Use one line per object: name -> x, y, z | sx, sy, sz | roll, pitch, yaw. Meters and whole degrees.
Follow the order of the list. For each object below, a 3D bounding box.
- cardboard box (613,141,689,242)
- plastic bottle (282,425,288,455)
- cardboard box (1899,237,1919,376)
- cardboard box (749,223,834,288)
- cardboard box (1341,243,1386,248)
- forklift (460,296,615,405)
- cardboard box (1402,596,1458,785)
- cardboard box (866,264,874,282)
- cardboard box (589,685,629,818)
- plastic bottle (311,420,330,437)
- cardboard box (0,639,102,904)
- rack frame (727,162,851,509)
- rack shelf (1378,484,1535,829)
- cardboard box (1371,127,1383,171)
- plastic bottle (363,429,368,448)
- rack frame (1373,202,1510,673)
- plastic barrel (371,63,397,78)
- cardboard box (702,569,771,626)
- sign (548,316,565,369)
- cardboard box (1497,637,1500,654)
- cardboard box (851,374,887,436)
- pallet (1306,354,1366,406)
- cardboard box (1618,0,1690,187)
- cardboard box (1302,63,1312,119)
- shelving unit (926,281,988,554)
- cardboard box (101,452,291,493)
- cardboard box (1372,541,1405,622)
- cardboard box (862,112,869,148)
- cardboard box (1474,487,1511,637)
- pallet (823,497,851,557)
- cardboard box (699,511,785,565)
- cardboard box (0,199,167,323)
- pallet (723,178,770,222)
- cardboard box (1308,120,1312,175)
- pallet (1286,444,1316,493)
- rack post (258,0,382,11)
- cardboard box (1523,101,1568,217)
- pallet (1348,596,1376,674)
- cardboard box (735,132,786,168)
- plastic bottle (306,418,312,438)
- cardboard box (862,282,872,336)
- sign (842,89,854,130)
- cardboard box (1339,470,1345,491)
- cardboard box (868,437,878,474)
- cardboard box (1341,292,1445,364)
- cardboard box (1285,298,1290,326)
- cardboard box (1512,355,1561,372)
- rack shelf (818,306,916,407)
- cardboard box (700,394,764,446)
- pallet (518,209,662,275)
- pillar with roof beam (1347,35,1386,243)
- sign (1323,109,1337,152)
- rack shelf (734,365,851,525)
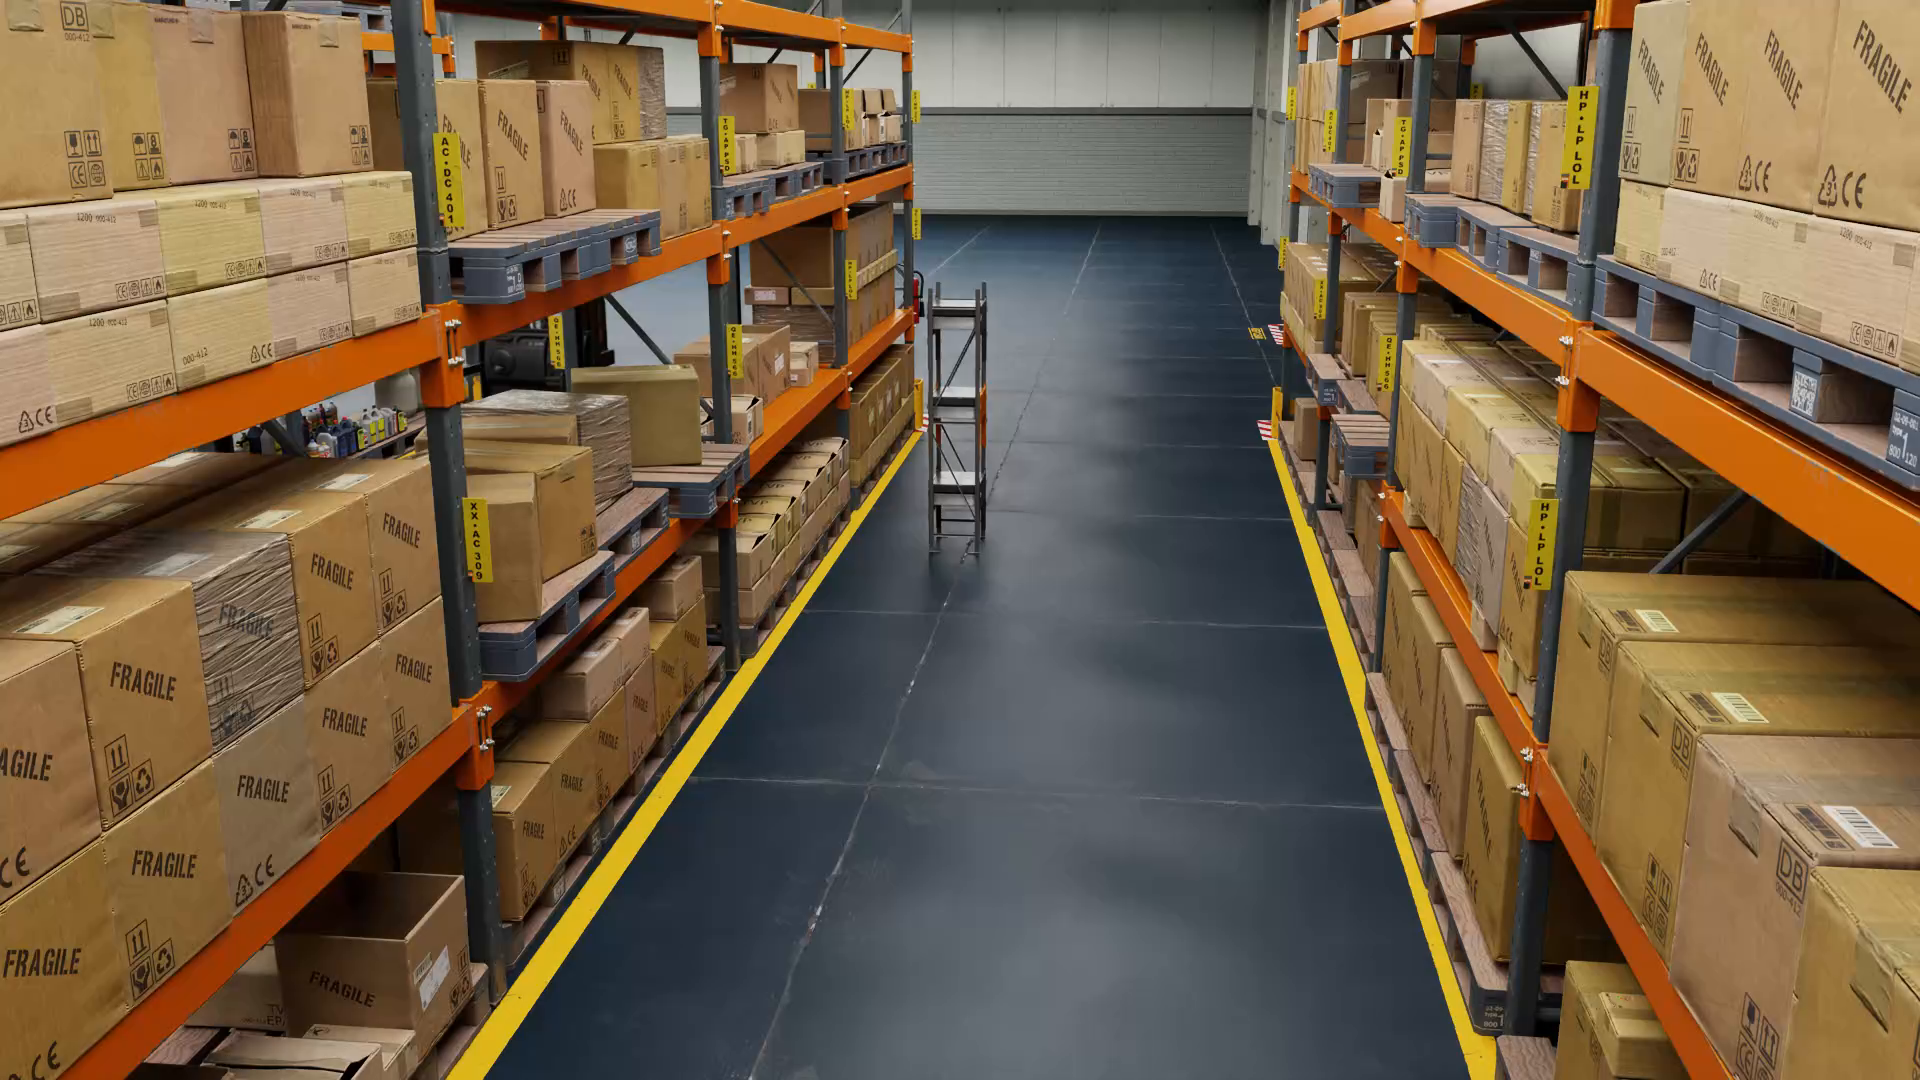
cardboard box -> -1.979, -1.882, 8.937 | 0.910, 0.500, 0.500 | 2, 15, 6
plastic bottle -> -6.417, -0.941, 15.772 | 0.152, 0.276, 0.135 | 2, 15, 6
cardboard box -> 1.991, -0.371, 2.834 | 0.500, 0.250, 0.500 | 1, 15, 4
cardboard box -> -1.410, -2.459, 14.333 | 0.700, 0.500, 0.500 | 2, 15, 7
cardboard box -> 4.078, -2.733, 16.834 | 0.500, 0.500, 0.500 | 2, 15, 6
forklift -> -3.621, -1.558, 13.808 | 1.130, 2.935, 3.031 | 4, 16, 14
cardboard box -> 2.699, 0.762, 8.412 | 0.750, 0.750, 0.750 | 2, 15, 6
cardboard box -> -1.029, -2.561, 15.953 | 0.380, 0.149, 0.250 | 1, 15, 5
cardboard box -> -1.947, 1.013, 8.113 | 0.500, 0.500, 0.500 | 2, 15, 7
plastic bottle -> -6.015, -0.951, 15.665 | 0.144, 0.351, 0.185 | 2, 15, 6
cardboard box -> -2.383, 0.539, 3.814 | 0.500, 0.500, 0.500 | 2, 15, 7
rack frame -> -1.454, -1.669, 14.089 | 1.000, 3.000, 0.127 | 2, 15, 6
rack shelf -> 2.791, 0.379, 7.892 | 1.077, 0.370, 4.000 | 2, 15, 6
cardboard box -> 3.258, -2.833, 12.012 | 0.500, 0.311, 0.500 | 2, 15, 8
plastic bottle -> -5.795, -0.997, 16.119 | 0.097, 0.201, 0.097 | 0, 15, 0
rack frame -> 3.017, -0.487, 9.716 | 1.000, 3.000, 0.127 | 2, 15, 6
plastic barrel -> -5.853, -4.582, 17.487 | 0.600, 0.830, 0.708 | 2, 15, 6
cardboard box -> -1.554, 0.366, 11.027 | 0.500, 0.250, 0.500 | 2, 15, 6
sign -> -2.457, -1.206, 10.159 | 0.100, 0.325, 0.005 | 2, 15, 6
cardboard box -> 2.402, 0.434, 6.753 | 0.380, 0.149, 0.250 | 2, 15, 8
cardboard box -> -0.978, -1.277, 15.665 | 0.500, 0.500, 0.500 | 2, 15, 6
pallet -> 3.238, -1.238, 12.861 | 1.003, 0.211, 1.213 | 2, 15, 6
cardboard box -> 2.207, -1.261, 4.689 | 0.500, 0.500, 0.500 | 2, 15, 6
cardboard box -> 3.481, -4.196, 15.541 | 0.500, 0.500, 0.500 | 2, 15, 8
shelving unit -> -0.019, -0.971, 13.229 | 0.431, 2.100, 0.503 | 2, 15, 6
cardboard box -> -2.689, -0.011, 5.851 | 0.500, 0.500, 0.500 | 2, 15, 8
cardboard box -> 3.046, 0.319, 10.682 | 0.700, 0.500, 0.500 | 2, 15, 7
cardboard box -> -1.074, -3.608, 14.608 | 0.500, 0.311, 0.500 | 1, 15, 3
cardboard box -> 2.415, 0.089, 6.786 | 0.500, 0.500, 0.500 | 2, 15, 7
pallet -> -1.498, -0.131, 13.742 | 1.003, 0.211, 1.213 | 2, 15, 6
cardboard box -> -1.504, -0.042, 11.458 | 0.500, 0.311, 0.500 | 1, 15, 5
cardboard box -> -2.318, -0.688, 4.045 | 0.500, 0.250, 0.500 | 2, 15, 6
pallet -> -1.918, -2.167, 10.546 | 1.213, 0.211, 1.003 | 2, 15, 9
cardboard box -> 3.444, -3.576, 15.163 | 0.500, 0.500, 0.500 | 3, 15, 10
pallet -> 3.644, -0.671, 15.739 | 1.003, 0.211, 1.213 | 2, 15, 6
rack post -> -6.112, -5.210, 15.834 | 0.937, 0.300, 0.954 | 1, 15, 5
cardboard box -> 2.893, -1.657, 7.264 | 0.700, 0.500, 0.500 | 2, 15, 6
pallet -> 3.107, 0.656, 10.830 | 1.003, 0.211, 1.213 | 2, 15, 6
cardboard box -> -1.592, -2.946, 12.545 | 0.500, 0.250, 0.500 | 0, 15, 1
plastic bottle -> -6.499, -1.114, 16.552 | 0.097, 0.201, 0.097 | 0, 15, 0
cardboard box -> -1.240, -2.233, 15.981 | 0.700, 0.500, 0.500 | 2, 15, 8
sign -> -0.914, -3.505, 13.539 | 0.100, 0.325, 0.005 | 2, 15, 6
cardboard box -> 3.499, -0.509, 14.382 | 0.380, 0.166, 0.250 | 0, 15, -1
cardboard box -> -1.039, -0.786, 15.284 | 0.500, 0.250, 0.500 | 2, 15, 6
cardboard box -> 3.377, -1.654, 12.998 | 0.700, 0.500, 0.500 | 2, 15, 6
cardboard box -> 3.505, -2.247, 16.474 | 0.500, 0.250, 0.500 | 1, 15, 5
cardboard box -> 3.162, -0.791, 8.604 | 0.500, 0.250, 0.500 | 1, 15, 4
rack shelf -> -1.228, -1.841, 16.101 | 1.077, 0.370, 4.000 | 2, 15, 6
cardboard box -> -1.612, -0.815, 11.101 | 0.500, 0.311, 0.500 | 2, 15, 6
pallet -> -2.099, -1.388, 7.662 | 1.213, 0.211, 1.003 | 2, 15, 6
pillar with roof beam -> 1.100, -6.934, 22.065 | 9.100, 9.000, 0.400 | 2, 15, 6
sign -> 2.928, -3.236, 13.146 | 0.100, 0.325, 0.005 | 2, 15, 6
rack shelf -> -1.680, -0.803, 12.265 | 1.077, 0.370, 4.000 | 2, 15, 6
